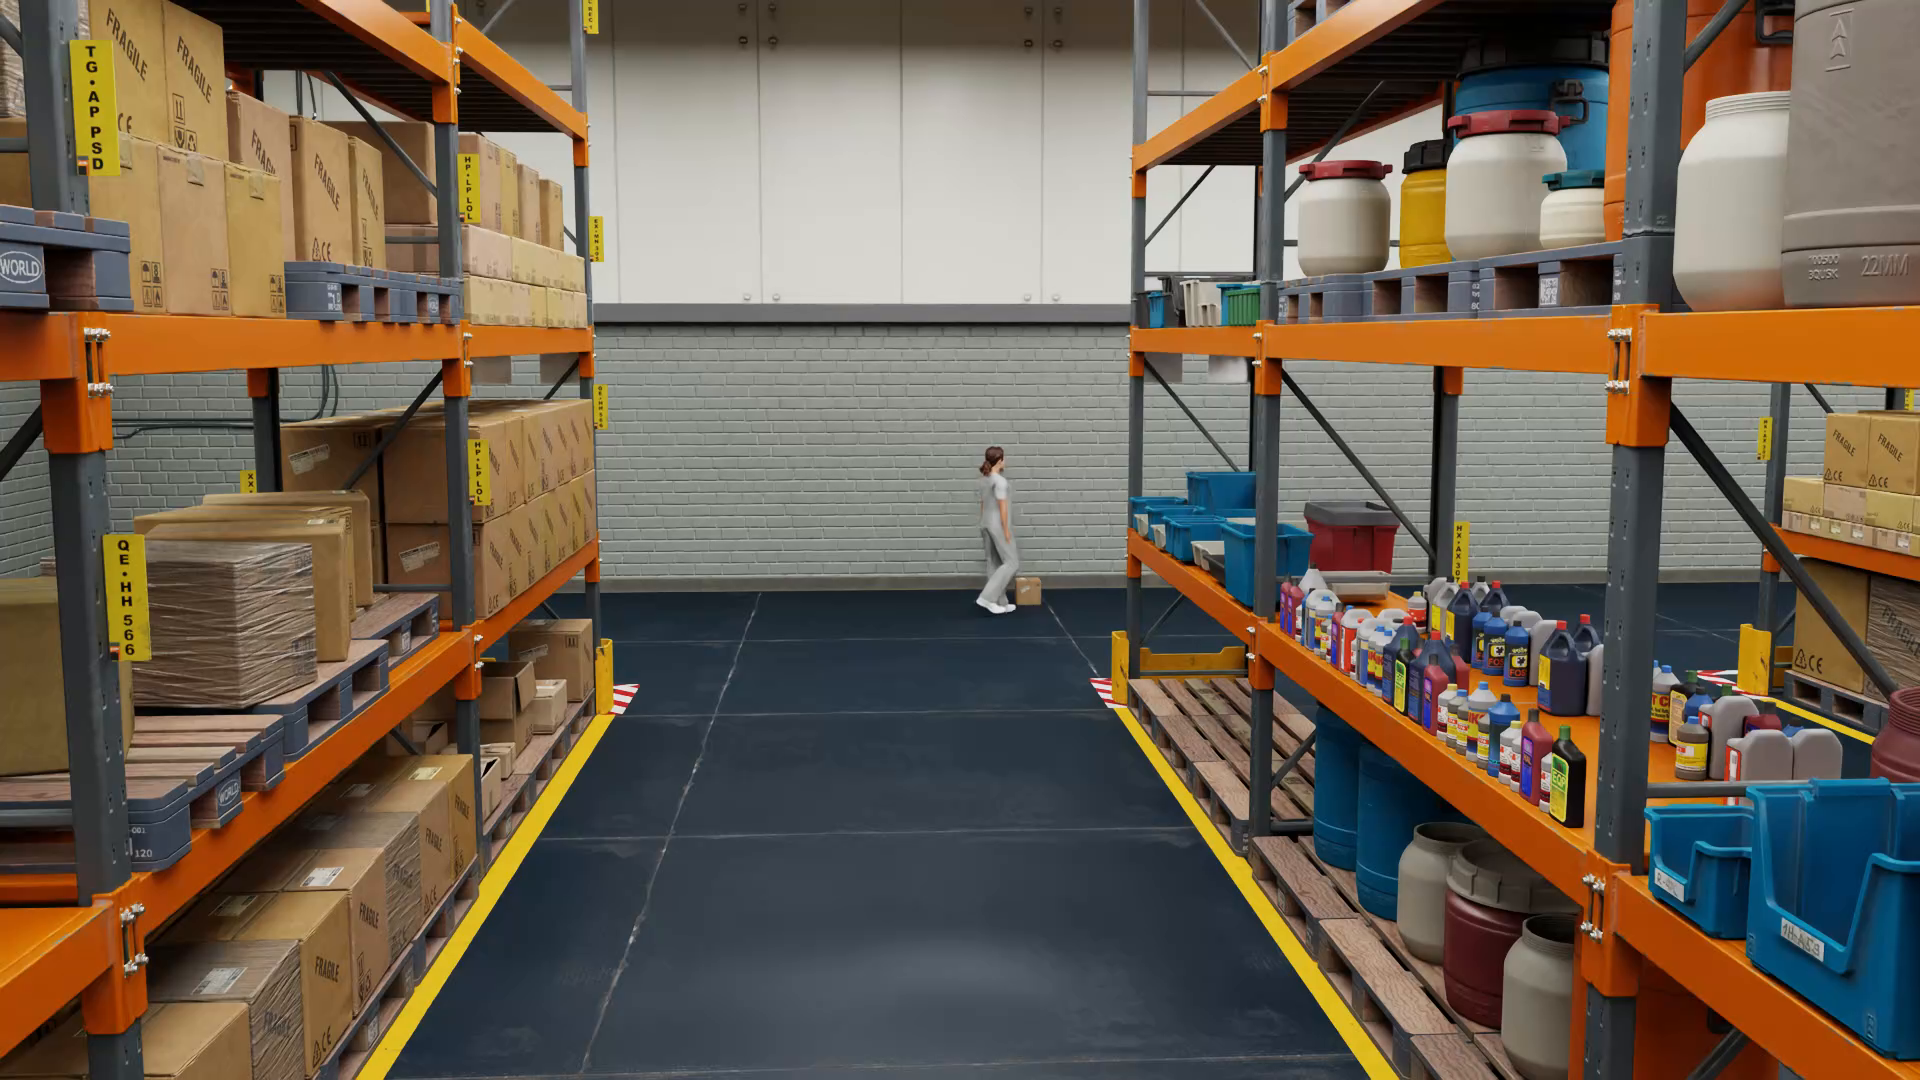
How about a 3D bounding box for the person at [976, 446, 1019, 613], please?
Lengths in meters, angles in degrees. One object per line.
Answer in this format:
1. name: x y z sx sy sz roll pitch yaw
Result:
1. person: 0.358 -0.098 16.509 0.519 1.670 0.460 -4 8 -31
